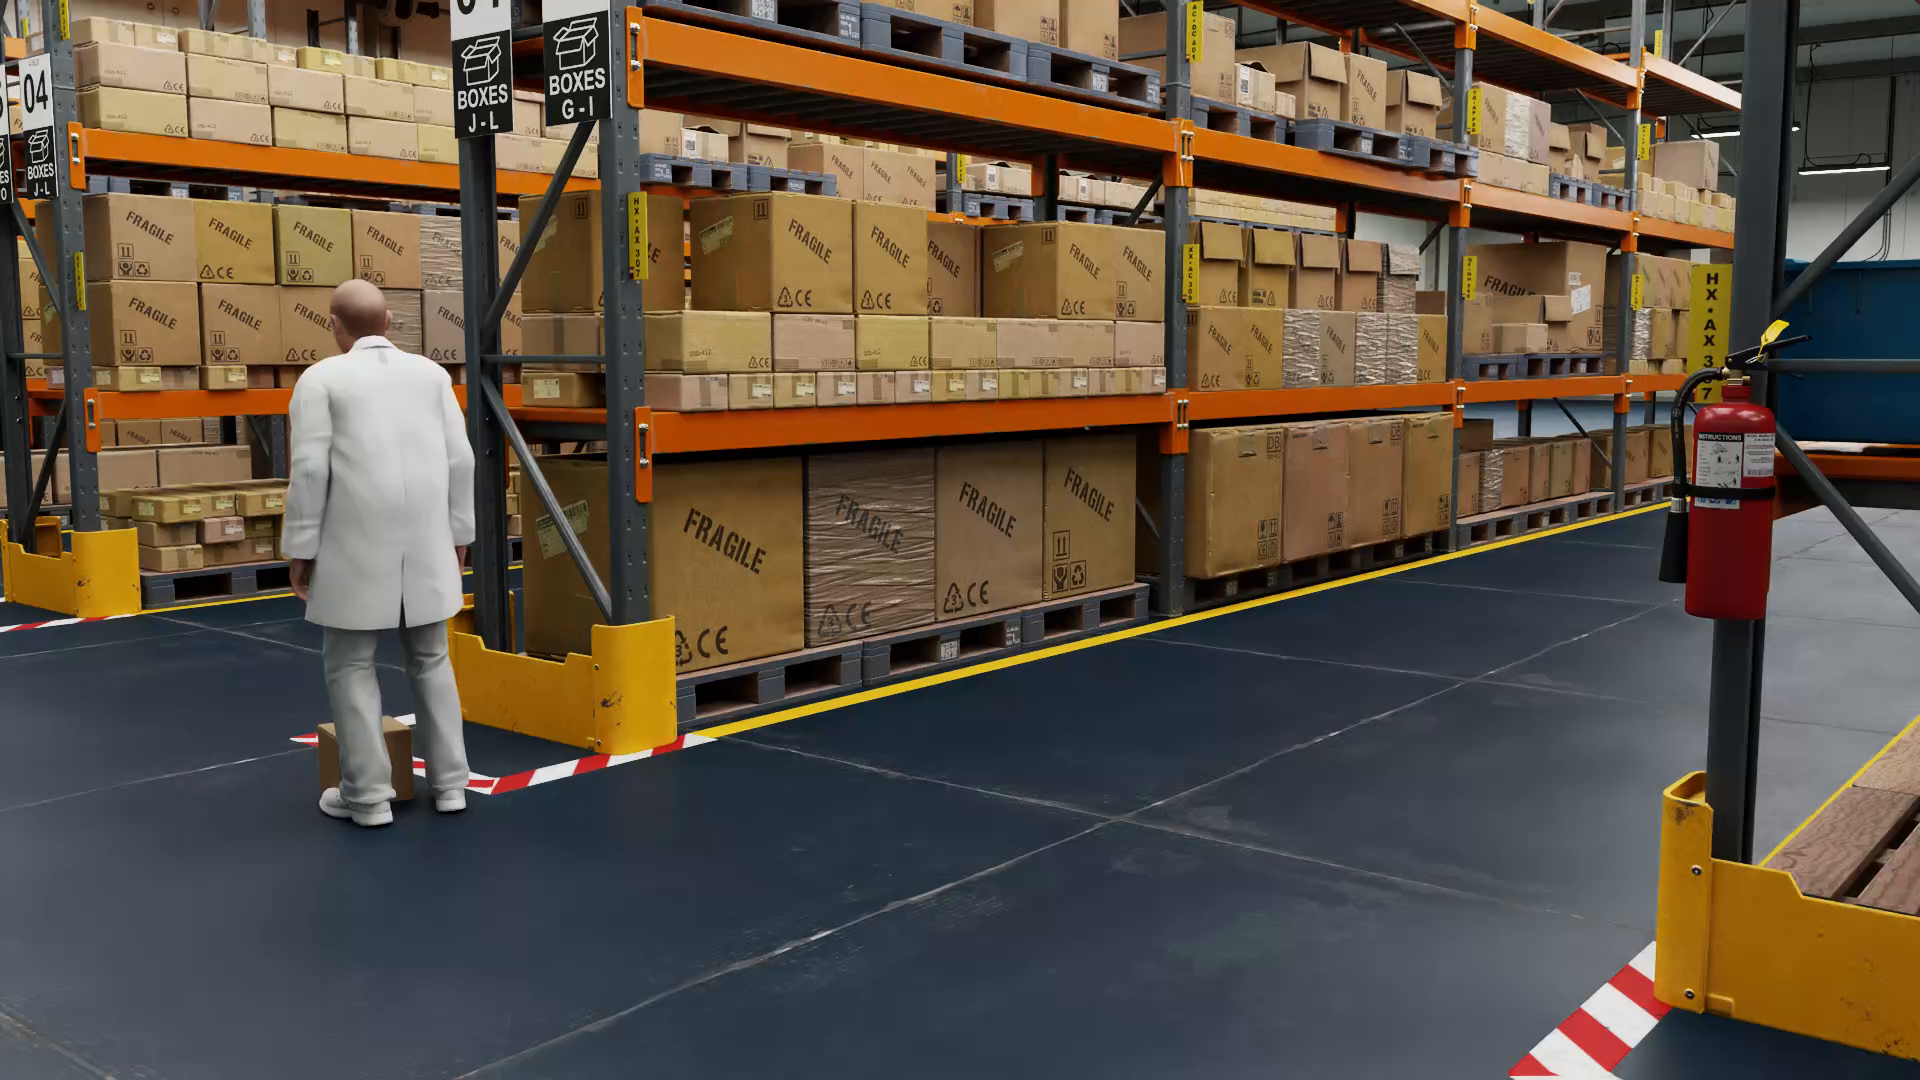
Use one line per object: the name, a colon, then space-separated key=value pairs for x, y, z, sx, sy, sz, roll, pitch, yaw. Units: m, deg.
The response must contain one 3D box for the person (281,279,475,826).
person: x=-1.910 y=0.036 z=5.484 sx=0.645 sy=1.772 sz=0.429 roll=-6 pitch=9 yaw=-40
